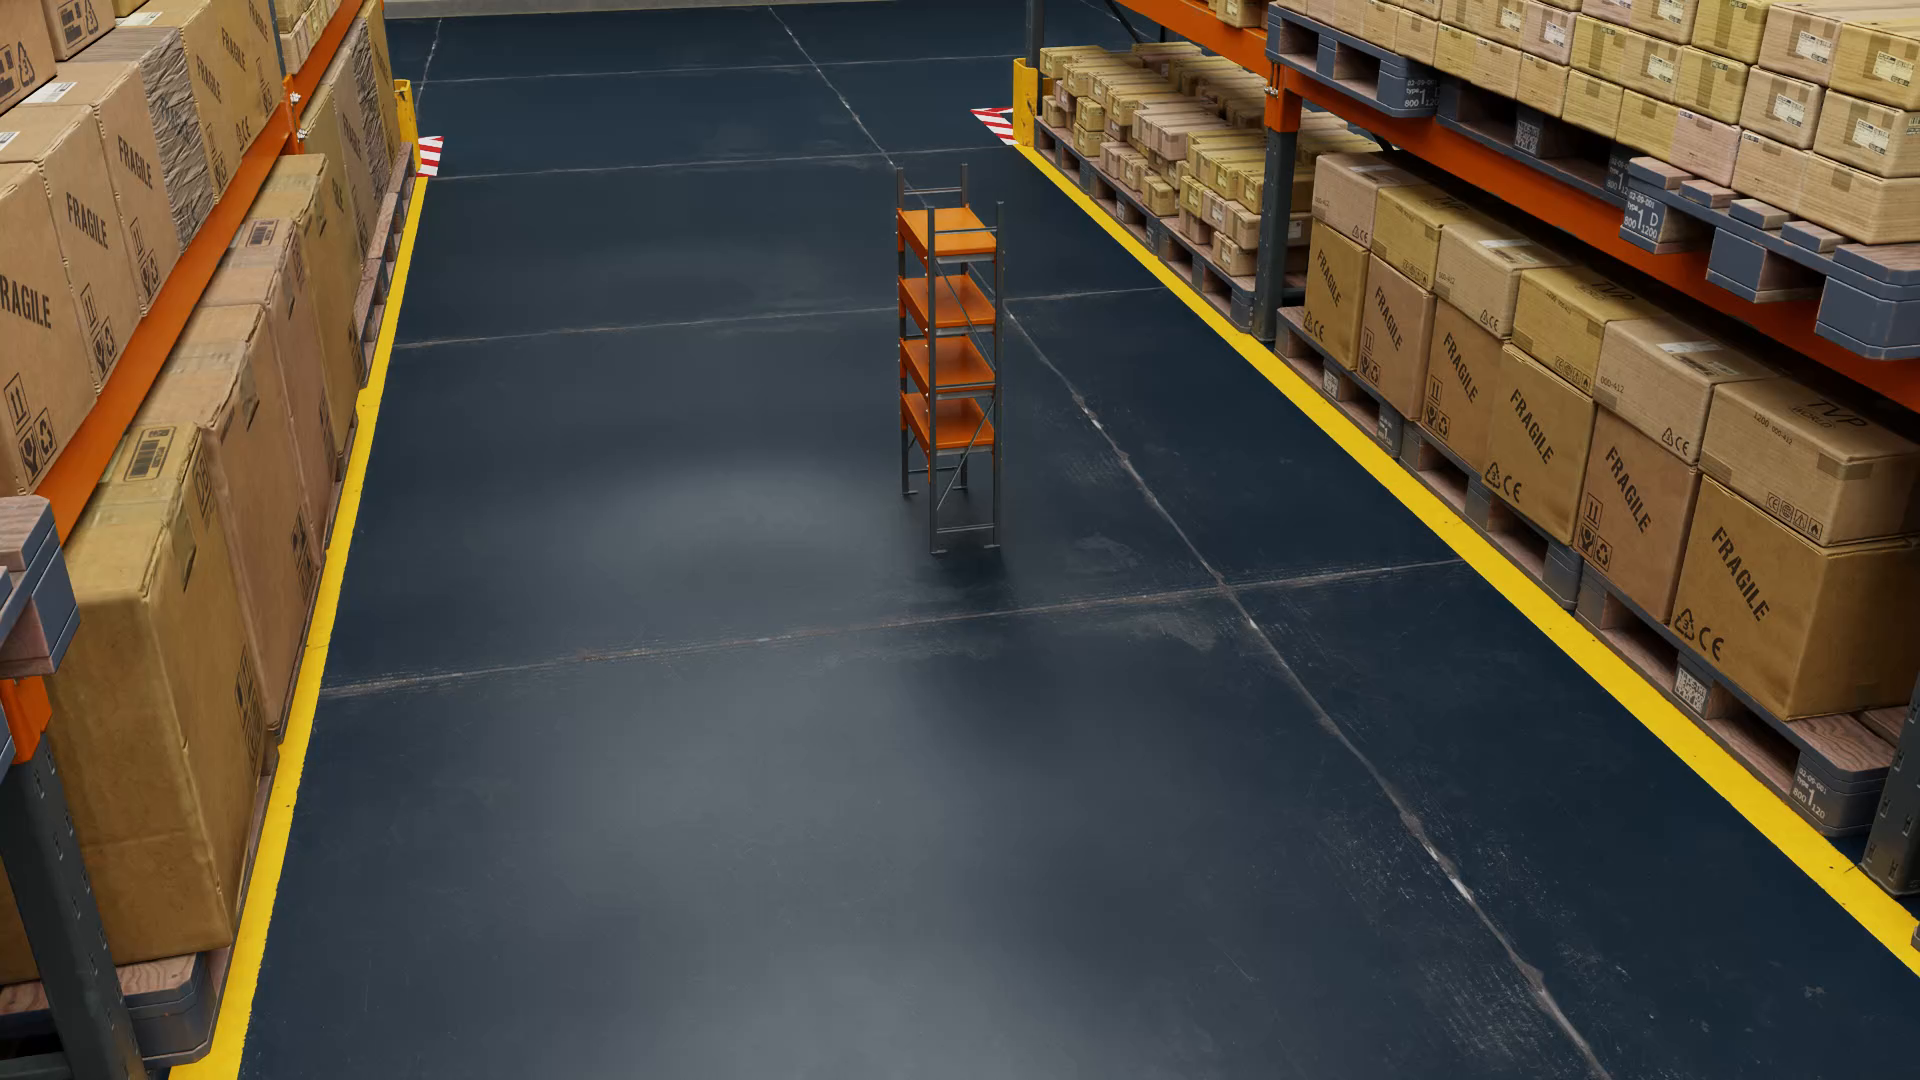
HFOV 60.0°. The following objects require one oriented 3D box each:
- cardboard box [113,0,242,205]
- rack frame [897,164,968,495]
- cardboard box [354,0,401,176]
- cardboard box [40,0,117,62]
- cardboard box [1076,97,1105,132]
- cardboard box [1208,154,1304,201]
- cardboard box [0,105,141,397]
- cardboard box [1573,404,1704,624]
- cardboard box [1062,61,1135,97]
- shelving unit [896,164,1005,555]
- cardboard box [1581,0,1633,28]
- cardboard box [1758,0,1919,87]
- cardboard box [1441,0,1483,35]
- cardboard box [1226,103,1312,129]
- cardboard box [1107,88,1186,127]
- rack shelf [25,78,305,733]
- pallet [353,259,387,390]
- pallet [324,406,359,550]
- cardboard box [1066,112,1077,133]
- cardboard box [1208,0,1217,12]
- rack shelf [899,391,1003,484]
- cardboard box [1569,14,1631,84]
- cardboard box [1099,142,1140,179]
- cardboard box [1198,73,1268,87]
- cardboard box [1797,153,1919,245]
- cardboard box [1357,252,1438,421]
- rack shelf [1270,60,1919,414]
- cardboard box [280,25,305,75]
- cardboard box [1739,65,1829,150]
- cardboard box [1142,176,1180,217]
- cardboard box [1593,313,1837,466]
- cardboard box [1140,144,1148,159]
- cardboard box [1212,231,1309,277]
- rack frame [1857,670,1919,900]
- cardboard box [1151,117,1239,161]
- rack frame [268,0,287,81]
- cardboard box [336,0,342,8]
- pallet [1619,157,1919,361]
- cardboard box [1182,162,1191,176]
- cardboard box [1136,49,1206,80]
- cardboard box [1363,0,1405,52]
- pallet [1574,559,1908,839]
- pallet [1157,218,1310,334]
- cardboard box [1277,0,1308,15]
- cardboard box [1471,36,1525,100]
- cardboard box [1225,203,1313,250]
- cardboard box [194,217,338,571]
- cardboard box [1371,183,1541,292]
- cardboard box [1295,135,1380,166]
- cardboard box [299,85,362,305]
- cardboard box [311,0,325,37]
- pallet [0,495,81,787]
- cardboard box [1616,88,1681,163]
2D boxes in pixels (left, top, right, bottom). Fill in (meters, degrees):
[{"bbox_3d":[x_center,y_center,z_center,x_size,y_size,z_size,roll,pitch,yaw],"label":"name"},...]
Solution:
[{"bbox_3d":[-2.424,-1.263,4.813,0.500,0.500,0.500,-6,27,-12],"label":"cardboard box"},{"bbox_3d":[-0.092,-0.715,5.836,0.240,1.200,0.015,-6,27,-12],"label":"rack frame"},{"bbox_3d":[-3.704,-2.565,9.395,0.875,0.875,0.875,-6,27,-12],"label":"cardboard box"},{"bbox_3d":[-2.574,-1.482,4.133,0.797,0.503,0.637,-5,27,-10],"label":"cardboard box"},{"bbox_3d":[0.897,-2.502,9.745,0.380,0.149,0.250,-5,27,-10],"label":"cardboard box"},{"bbox_3d":[1.400,-1.720,7.867,0.380,0.149,0.250,-6,27,-11],"label":"cardboard box"},{"bbox_3d":[-2.087,-0.599,3.496,0.500,0.500,0.500,-7,28,-13],"label":"cardboard box"},{"bbox_3d":[2.215,-0.108,4.944,0.500,0.500,0.500,-5,27,-10],"label":"cardboard box"},{"bbox_3d":[0.827,-2.742,9.890,0.380,0.149,0.250,-6,27,-12],"label":"cardboard box"},{"bbox_3d":[-0.037,-0.608,5.624,0.258,1.200,0.503,-6,27,-12],"label":"shelving unit"},{"bbox_3d":[1.949,-1.504,4.554,0.380,0.149,0.250,-6,27,-12],"label":"cardboard box"},{"bbox_3d":[2.120,-1.166,3.884,0.380,0.149,0.250,-6,27,-12],"label":"cardboard box"},{"bbox_3d":[1.771,-1.715,5.302,0.380,0.149,0.250,-6,27,-12],"label":"cardboard box"},{"bbox_3d":[1.644,-2.231,8.879,0.380,0.149,0.250,-7,28,-14],"label":"cardboard box"},{"bbox_3d":[1.032,-2.398,9.210,0.380,0.149,0.250,-6,27,-11],"label":"cardboard box"},{"bbox_3d":[-2.574,-0.644,4.495,1.077,0.370,4.000,-6,27,-12],"label":"rack shelf"},{"bbox_3d":[-3.120,-0.940,7.378,1.003,0.211,1.213,-6,27,-12],"label":"pallet"},{"bbox_3d":[-2.778,-0.267,6.044,1.003,0.211,1.213,-6,27,-12],"label":"pallet"},{"bbox_3d":[0.874,-2.604,10.278,0.380,0.149,0.250,-6,27,-12],"label":"cardboard box"},{"bbox_3d":[1.371,-2.517,7.687,0.380,0.149,0.250,-5,27,-10],"label":"cardboard box"},{"bbox_3d":[-0.037,-0.371,5.743,0.258,0.148,0.480,-6,27,-12],"label":"rack shelf"},{"bbox_3d":[1.943,-1.376,4.631,0.380,0.149,0.250,-6,27,-12],"label":"cardboard box"},{"bbox_3d":[1.009,-2.152,9.382,0.380,0.149,0.250,-7,28,-14],"label":"cardboard box"},{"bbox_3d":[1.589,-2.582,9.575,0.380,0.149,0.250,-5,27,-10],"label":"cardboard box"},{"bbox_3d":[2.173,-0.791,3.802,0.380,0.149,0.250,-5,27,-11],"label":"cardboard box"},{"bbox_3d":[1.859,-0.790,6.295,0.500,0.500,0.500,-5,27,-9],"label":"cardboard box"},{"bbox_3d":[2.281,-1.103,5.405,1.077,0.370,4.000,-6,27,-12],"label":"rack shelf"},{"bbox_3d":[-2.768,-1.894,6.453,0.380,0.149,0.250,-6,27,-11],"label":"cardboard box"},{"bbox_3d":[2.115,-1.042,3.968,0.380,0.149,0.250,-5,27,-10],"label":"cardboard box"},{"bbox_3d":[1.176,-1.809,8.703,0.380,0.149,0.250,-6,27,-12],"label":"cardboard box"},{"bbox_3d":[2.197,-0.447,4.782,0.500,0.250,0.500,-6,27,-11],"label":"cardboard box"},{"bbox_3d":[1.202,-2.160,9.069,0.380,0.149,0.250,-5,27,-9],"label":"cardboard box"},{"bbox_3d":[1.410,-1.354,7.802,0.380,0.149,0.250,-6,27,-11],"label":"cardboard box"},{"bbox_3d":[2.731,-0.546,3.503,1.000,3.000,0.127,-6,27,-12],"label":"rack frame"},{"bbox_3d":[1.203,-2.060,8.540,0.380,0.149,0.250,-7,28,-14],"label":"cardboard box"},{"bbox_3d":[-3.025,-1.843,6.072,1.000,3.000,0.127,-6,27,-12],"label":"rack frame"},{"bbox_3d":[-3.121,-2.578,7.808,0.380,0.149,0.250,-7,28,-13],"label":"cardboard box"},{"bbox_3d":[2.467,-0.762,4.145,1.213,0.211,1.003,-6,27,-12],"label":"pallet"},{"bbox_3d":[1.338,-1.809,8.373,0.380,0.149,0.250,-6,27,-11],"label":"cardboard box"},{"bbox_3d":[1.295,-2.916,10.235,0.380,0.149,0.250,-5,27,-11],"label":"cardboard box"},{"bbox_3d":[1.647,-1.816,5.832,0.380,0.149,0.250,-6,27,-11],"label":"cardboard box"},{"bbox_3d":[2.557,0.356,4.811,1.003,0.211,1.213,-6,27,-12],"label":"pallet"},{"bbox_3d":[1.644,-1.348,8.187,1.003,0.211,1.213,-6,27,-12],"label":"pallet"},{"bbox_3d":[1.471,-2.158,6.509,0.380,0.149,0.250,-7,28,-14],"label":"cardboard box"},{"bbox_3d":[1.824,-1.474,5.154,0.380,0.149,0.250,-7,28,-14],"label":"cardboard box"},{"bbox_3d":[1.449,-1.456,7.673,0.380,0.149,0.250,-5,27,-11],"label":"cardboard box"},{"bbox_3d":[-2.659,-0.411,5.127,1.225,0.875,0.875,-7,28,-13],"label":"cardboard box"},{"bbox_3d":[1.862,-1.124,6.123,0.500,0.250,0.500,-5,27,-10],"label":"cardboard box"},{"bbox_3d":[1.845,-1.888,8.199,0.380,0.149,0.250,-6,27,-12],"label":"cardboard box"},{"bbox_3d":[-3.096,-1.380,7.046,0.875,0.875,0.875,-6,27,-12],"label":"cardboard box"},{"bbox_3d":[-2.948,-2.240,7.139,0.380,0.149,0.250,-7,28,-13],"label":"cardboard box"},{"bbox_3d":[-1.859,0.301,2.038,1.213,0.211,1.003,-6,27,-12],"label":"pallet"},{"bbox_3d":[2.007,-1.123,4.459,0.380,0.149,0.250,-6,27,-12],"label":"cardboard box"}]
